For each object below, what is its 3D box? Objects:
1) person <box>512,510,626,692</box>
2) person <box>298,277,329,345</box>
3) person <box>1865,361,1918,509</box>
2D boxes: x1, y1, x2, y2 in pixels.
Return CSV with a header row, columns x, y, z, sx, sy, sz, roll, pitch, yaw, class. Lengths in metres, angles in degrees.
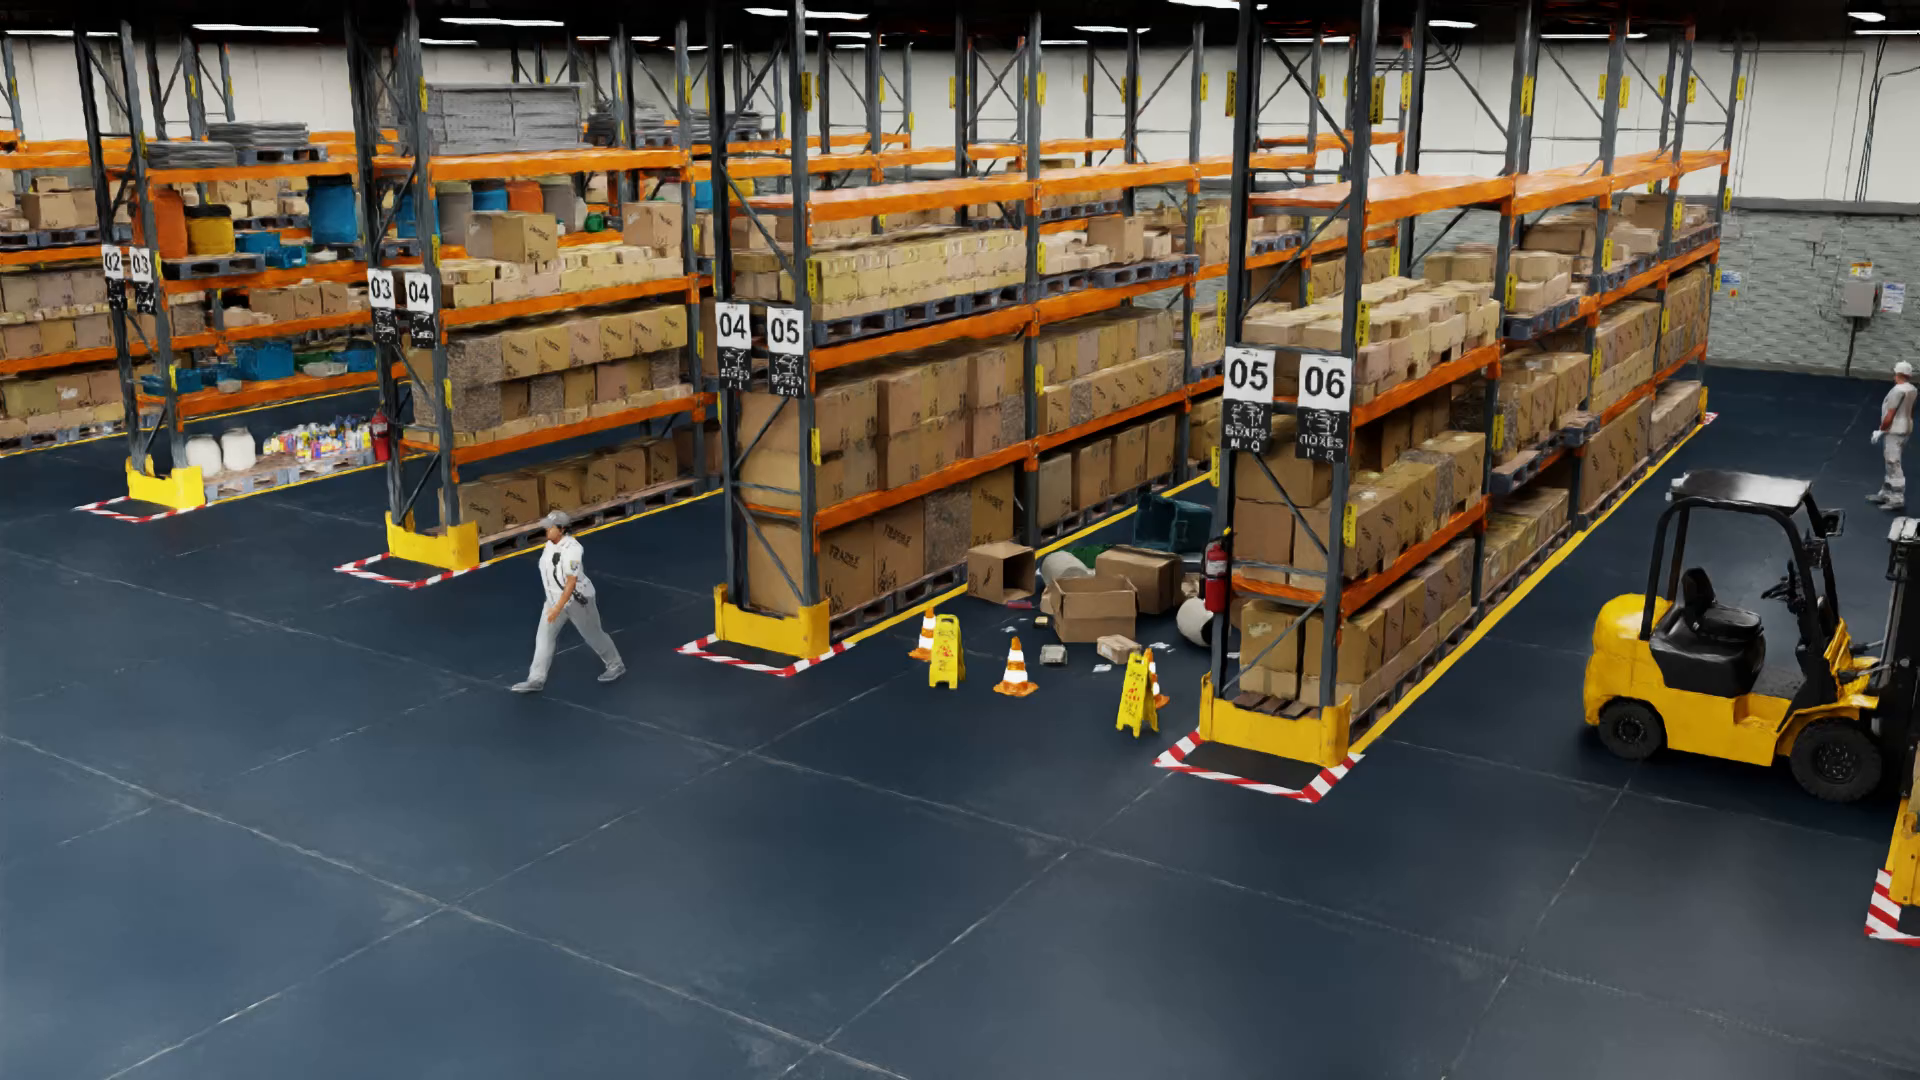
x,y,z,sx,sy,sz,roll,pitch,yaw,class
-3.392,0.514,14.348,0.477,1.597,1.003,13,20,40,person
-11.677,-3.929,30.177,0.719,1.714,0.578,9,18,31,person
11.595,-1.313,20.604,0.608,1.811,0.519,-13,20,-40,person
